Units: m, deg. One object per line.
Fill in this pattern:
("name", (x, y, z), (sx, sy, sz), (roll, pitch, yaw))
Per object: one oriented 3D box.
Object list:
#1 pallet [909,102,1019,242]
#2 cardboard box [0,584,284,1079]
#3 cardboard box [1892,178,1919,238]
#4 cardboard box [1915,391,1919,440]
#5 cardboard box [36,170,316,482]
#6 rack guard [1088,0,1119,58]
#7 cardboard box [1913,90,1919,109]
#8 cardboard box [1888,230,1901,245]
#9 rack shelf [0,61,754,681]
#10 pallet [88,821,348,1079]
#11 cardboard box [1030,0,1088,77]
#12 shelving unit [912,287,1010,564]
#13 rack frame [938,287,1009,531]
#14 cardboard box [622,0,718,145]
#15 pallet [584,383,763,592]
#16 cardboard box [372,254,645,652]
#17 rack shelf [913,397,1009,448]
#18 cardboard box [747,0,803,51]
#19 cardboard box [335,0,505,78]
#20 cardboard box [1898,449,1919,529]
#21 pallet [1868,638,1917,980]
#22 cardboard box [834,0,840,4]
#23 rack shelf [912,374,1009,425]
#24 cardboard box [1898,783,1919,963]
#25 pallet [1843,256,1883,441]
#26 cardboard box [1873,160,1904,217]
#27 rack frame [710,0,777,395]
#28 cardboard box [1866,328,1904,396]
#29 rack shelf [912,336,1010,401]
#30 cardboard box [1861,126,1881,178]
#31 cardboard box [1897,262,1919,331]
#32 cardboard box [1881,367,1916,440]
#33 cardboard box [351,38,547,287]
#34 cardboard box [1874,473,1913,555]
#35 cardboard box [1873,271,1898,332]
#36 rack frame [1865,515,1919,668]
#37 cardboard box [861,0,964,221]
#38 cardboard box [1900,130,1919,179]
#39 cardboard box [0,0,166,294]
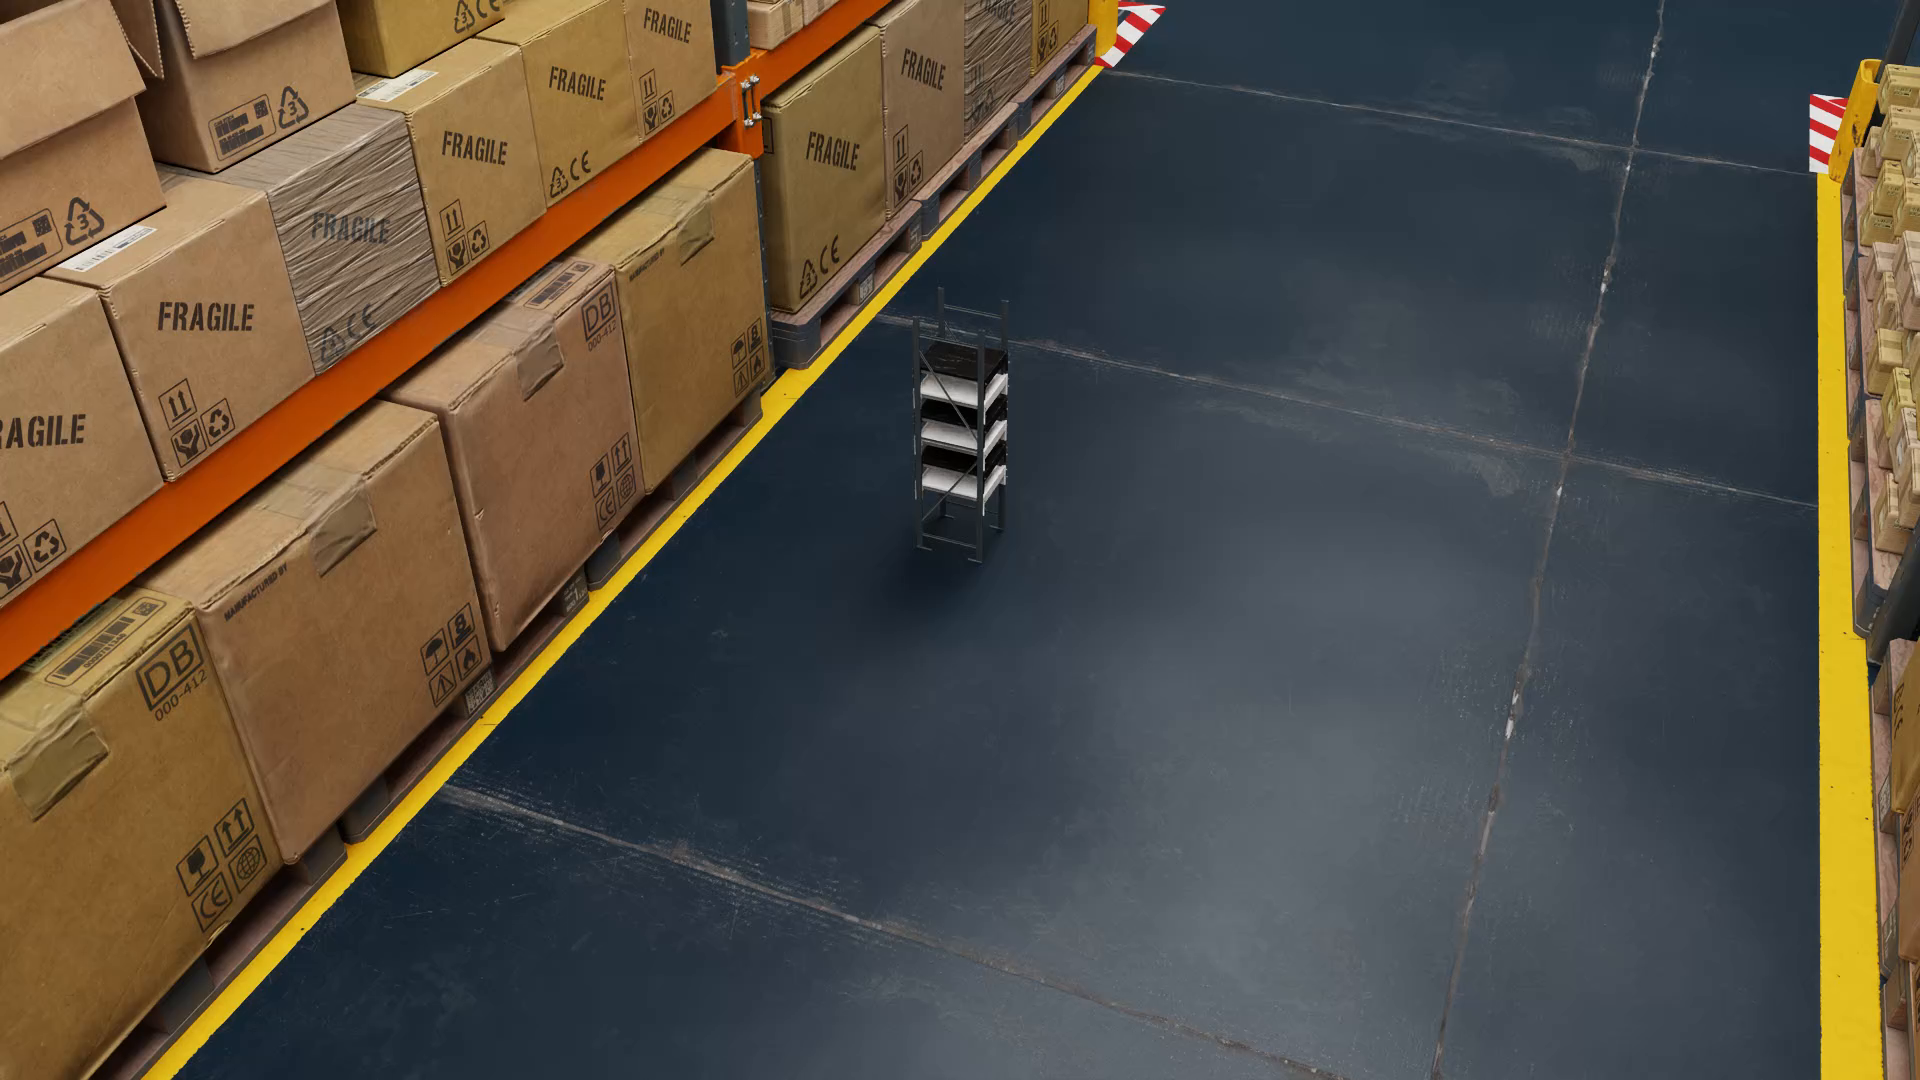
("pallet", (-0.390, -1.880, 8.089), (1.003, 0.211, 1.213), (14, 39, 18))
("cardboard box", (-2.454, 0.604, 3.860), (1.225, 0.875, 0.875), (12, 38, 16))
("cardboard box", (3.860, -1.264, 6.469), (0.380, 0.149, 0.250), (14, 39, 18))
("cardboard box", (3.290, -0.402, 5.315), (0.380, 0.149, 0.250), (14, 39, 18))
("cardboard box", (-1.914, -0.519, 3.855), (0.500, 0.500, 0.500), (13, 39, 17))
("rack guard", (0.317, -3.143, 9.537), (1.175, 0.500, 0.348), (14, 39, 18))
("cardboard box", (4.349, -1.817, 7.209), (0.380, 0.149, 0.250), (15, 39, 19))
("cardboard box", (4.041, -1.172, 6.843), (0.380, 0.149, 0.250), (14, 39, 18))
("rack shelf", (-1.975, -0.521, 4.542), (1.077, 0.370, 4.000), (14, 39, 18))
("pallet", (-2.366, 0.996, 4.241), (1.003, 0.211, 1.213), (14, 39, 18))
("cardboard box", (0.138, -3.075, 8.783), (0.875, 0.875, 0.875), (14, 39, 18))
("shelving unit", (0.003, -0.365, 5.487), (0.258, 0.900, 0.210), (14, 39, 18))
("rack frame", (0.042, -0.421, 5.562), (0.240, 0.900, 0.006), (14, 39, 18))
("cardboard box", (-1.139, -1.635, 5.348), (0.500, 0.500, 0.500), (14, 39, 18))
("pallet", (-1.438, -0.355, 6.048), (1.003, 0.211, 1.213), (14, 39, 18))
("cardboard box", (-1.778, -0.379, 5.176), (1.225, 0.875, 0.875), (13, 39, 16))
("rack shelf", (0.003, -0.410, 5.453), (0.258, 0.077, 0.200), (14, 39, 18))
("cardboard box", (-0.794, -1.903, 6.001), (0.380, 0.149, 0.250), (14, 39, 18))
("cardboard box", (-1.721, -1.625, 4.497), (0.797, 0.503, 0.637), (14, 39, 18))
("cardboard box", (3.160, -0.122, 5.190), (0.380, 0.149, 0.250), (15, 39, 19))
("pallet", (3.040, 0.818, 4.479), (1.003, 0.211, 1.213), (14, 39, 18))
("cardboard box", (-0.594, -2.195, 6.391), (0.380, 0.149, 0.250), (15, 39, 19))
("rack shelf", (0.003, -0.482, 5.399), (0.258, 0.077, 0.200), (14, 39, 18))
("cardboard box", (2.608, 0.745, 3.985), (0.500, 0.500, 0.500), (16, 40, 20))
("pallet", (4.020, -0.671, 6.471), (1.003, 0.211, 1.213), (14, 39, 18))
("cardboard box", (4.054, -1.447, 6.962), (0.380, 0.149, 0.250), (15, 39, 19))
("rack frame", (-1.214, -1.916, 5.808), (1.000, 3.000, 0.127), (14, 39, 18))
("cardboard box", (3.562, -0.624, 6.110), (0.380, 0.149, 0.250), (14, 39, 18))
("rack shelf", (0.003, -0.555, 5.345), (0.258, 0.077, 0.200), (14, 39, 18))
("cardboard box", (4.361, -1.754, 7.622), (0.380, 0.149, 0.250), (15, 39, 19))
("cardboard box", (3.566, -0.838, 5.899), (0.380, 0.149, 0.250), (12, 38, 16))
("cardboard box", (3.337, -0.428, 5.599), (0.380, 0.149, 0.250), (13, 39, 16))
("cardboard box", (-1.526, -1.072, 4.595), (0.500, 0.500, 0.500), (13, 39, 17))
("cardboard box", (3.169, -0.051, 5.344), (0.380, 0.149, 0.250), (14, 39, 18))
("cardboard box", (3.785, -0.894, 6.472), (0.380, 0.149, 0.250), (14, 39, 18))
("rack frame", (3.334, -0.730, 4.221), (1.000, 3.000, 0.127), (14, 39, 18))
("cardboard box", (-0.546, -2.079, 7.449), (0.875, 0.875, 0.875), (14, 39, 18))
("cardboard box", (4.117, -1.550, 6.852), (0.380, 0.149, 0.250), (12, 38, 16))
("cardboard box", (-2.192, -0.905, 3.533), (0.797, 0.503, 0.637), (15, 39, 19))
